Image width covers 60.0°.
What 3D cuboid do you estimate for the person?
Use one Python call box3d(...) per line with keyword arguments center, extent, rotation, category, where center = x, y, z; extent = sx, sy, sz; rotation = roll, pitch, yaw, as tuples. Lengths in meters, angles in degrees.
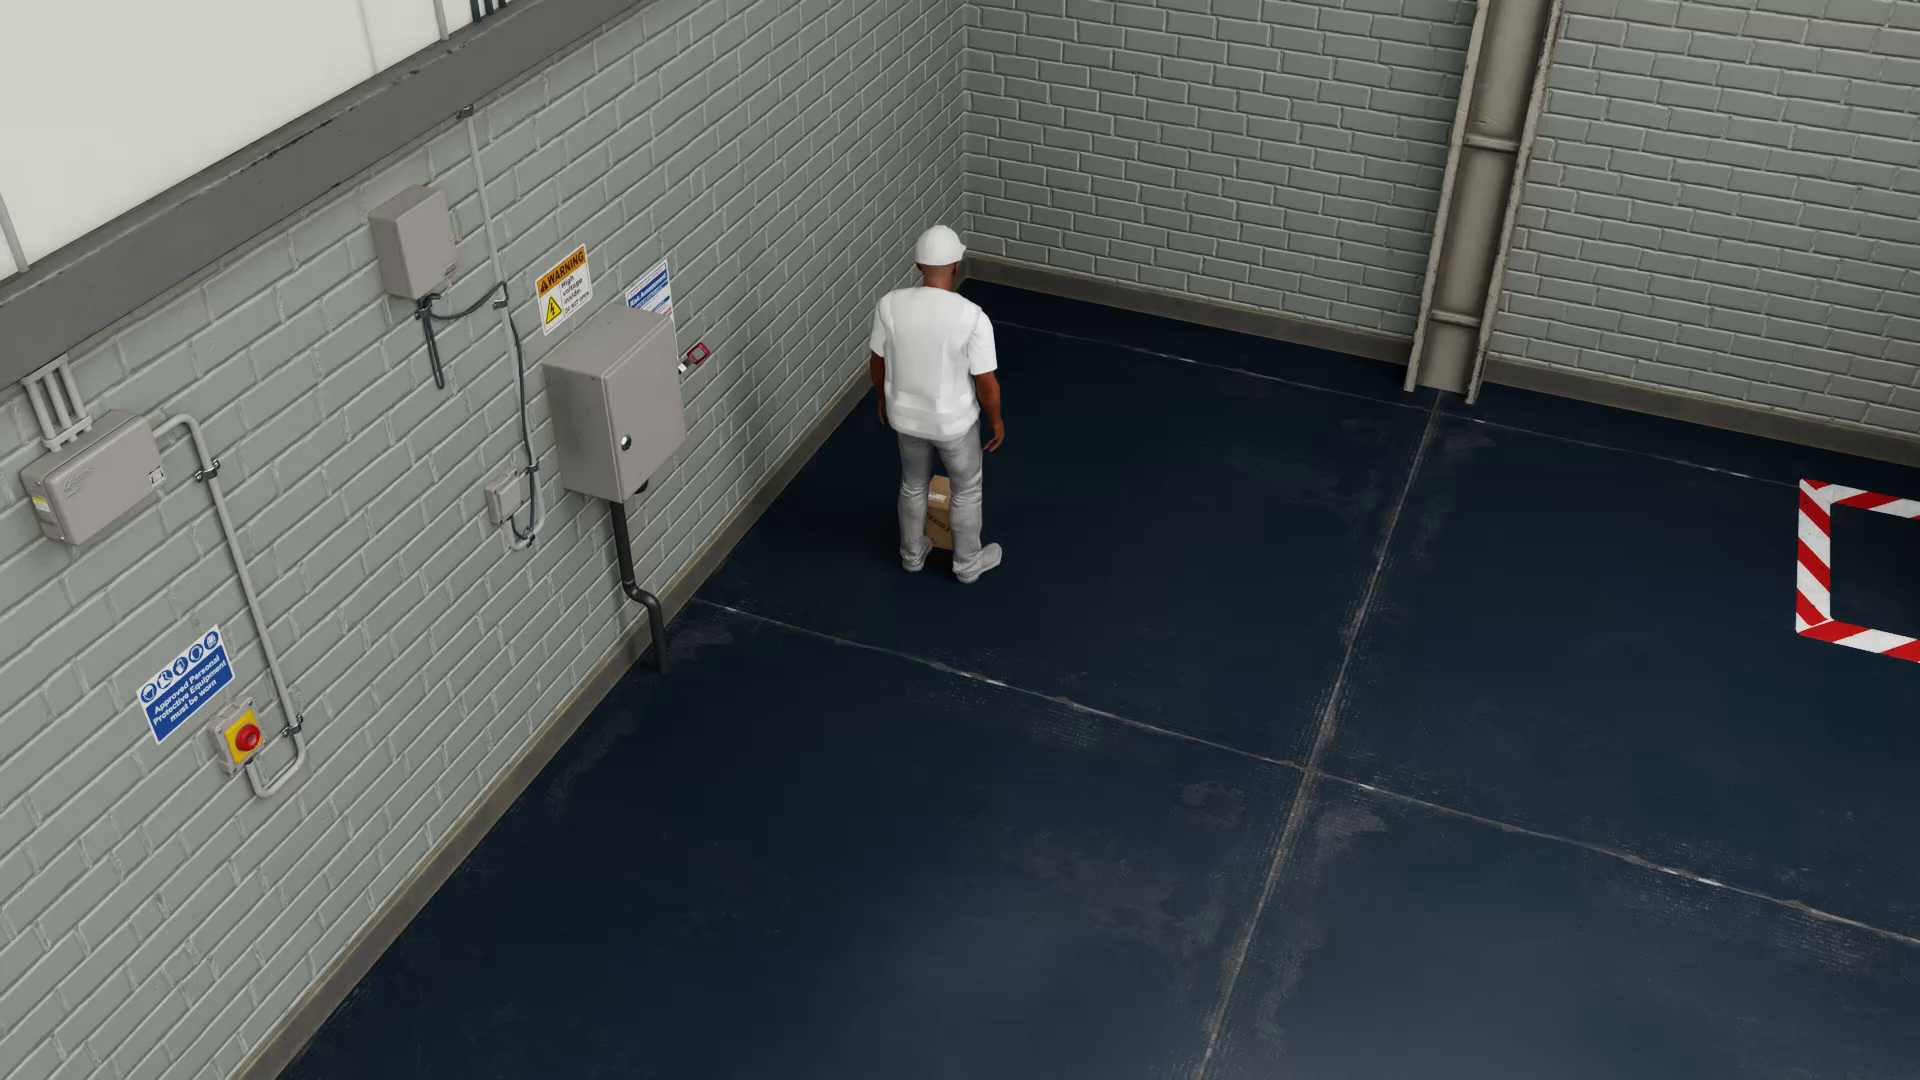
box3d(center=(-0.099, -0.595, 7.585), extent=(0.627, 1.761, 0.459), rotation=(14, 39, 18), category="person")
